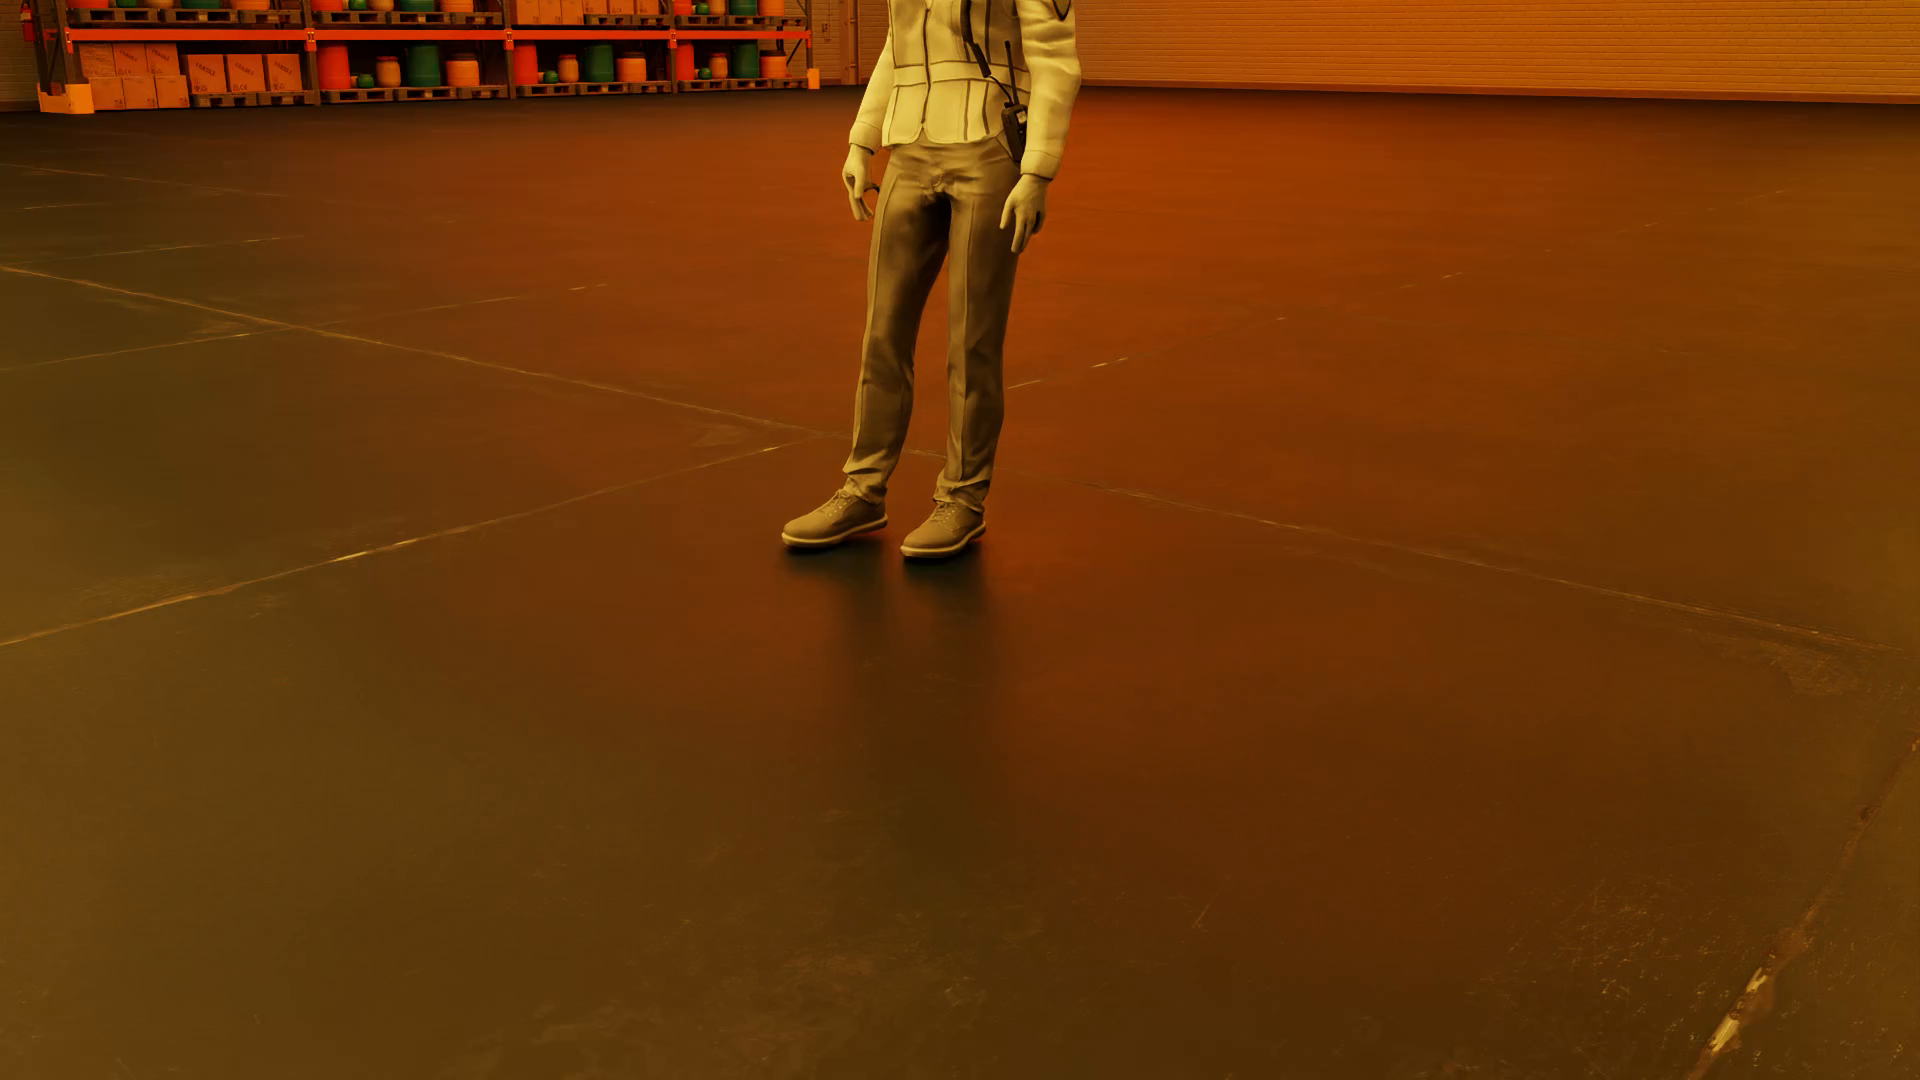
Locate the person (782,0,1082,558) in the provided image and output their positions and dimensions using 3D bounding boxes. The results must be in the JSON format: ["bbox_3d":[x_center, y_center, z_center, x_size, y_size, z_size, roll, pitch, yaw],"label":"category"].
[{"bbox_3d":[-0.048,-0.803,3.647,0.588,1.695,0.531,13,21,37],"label":"person"}]
